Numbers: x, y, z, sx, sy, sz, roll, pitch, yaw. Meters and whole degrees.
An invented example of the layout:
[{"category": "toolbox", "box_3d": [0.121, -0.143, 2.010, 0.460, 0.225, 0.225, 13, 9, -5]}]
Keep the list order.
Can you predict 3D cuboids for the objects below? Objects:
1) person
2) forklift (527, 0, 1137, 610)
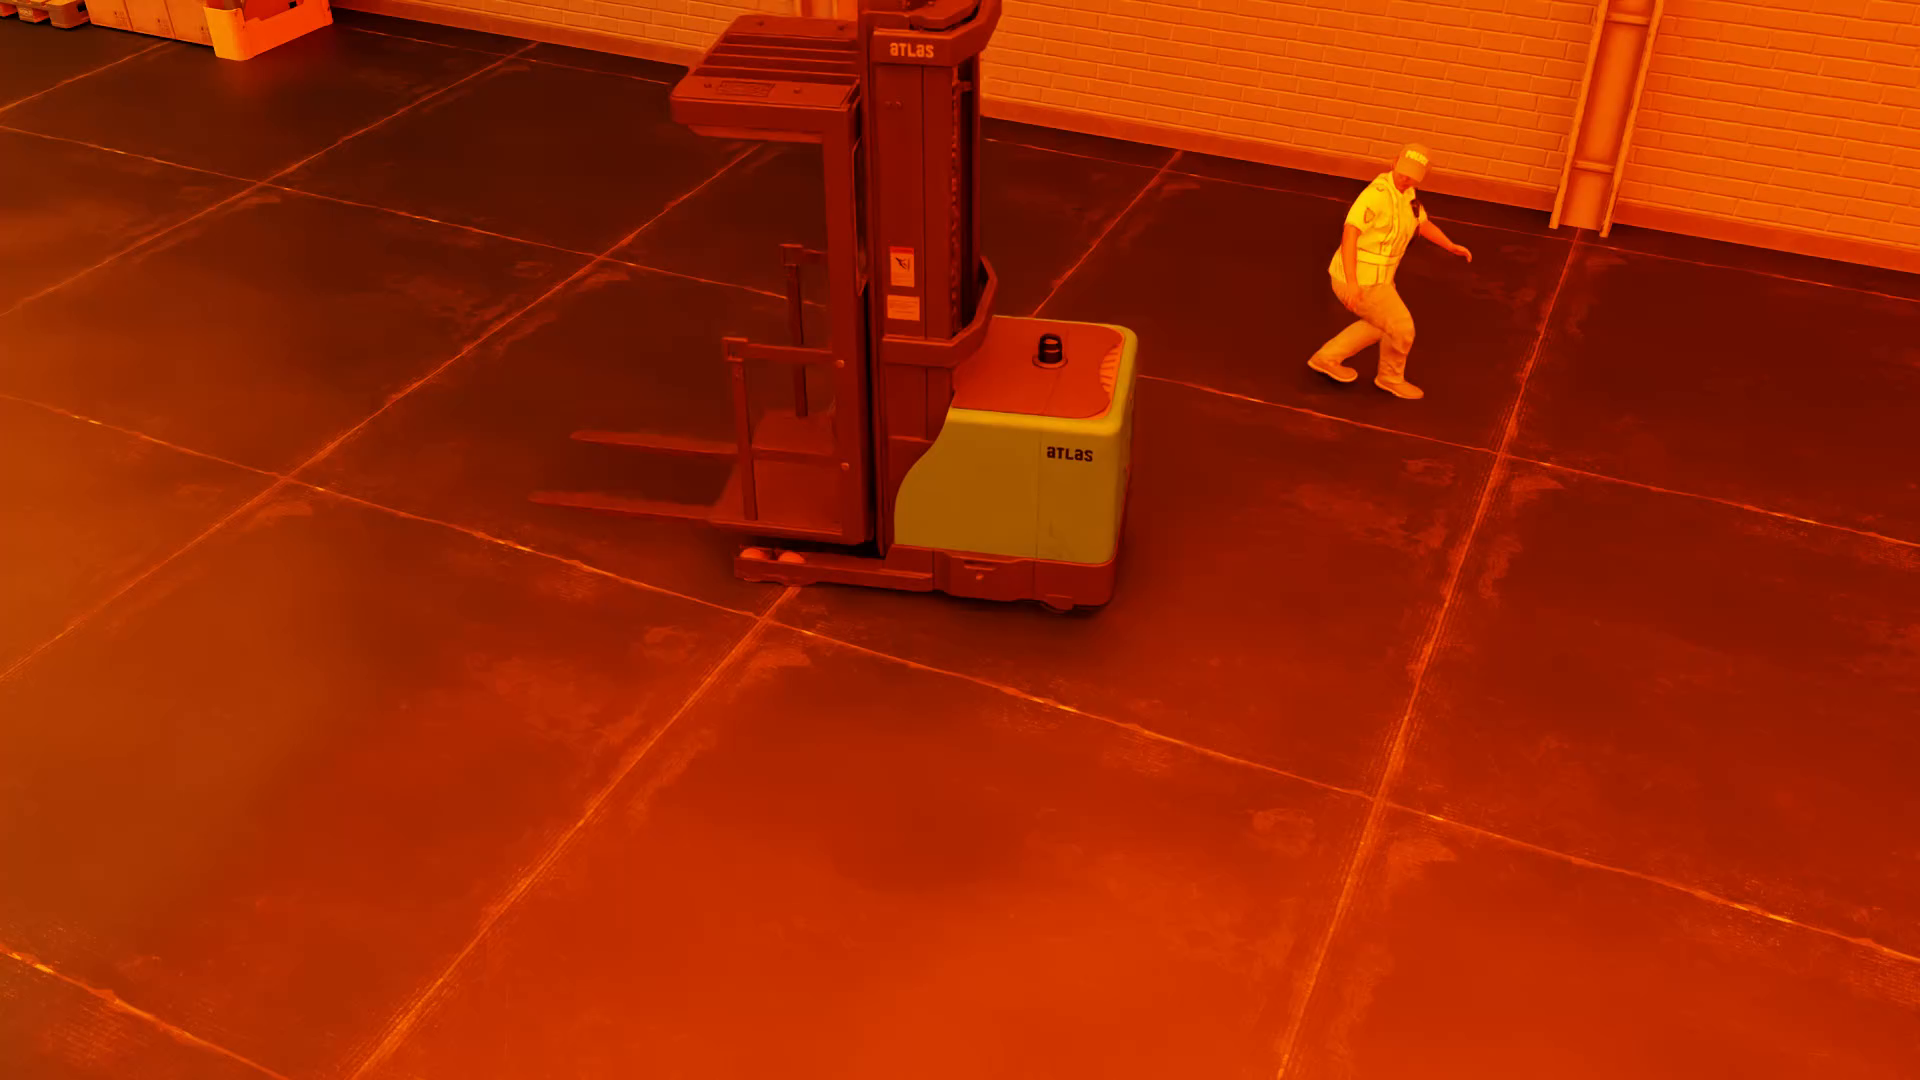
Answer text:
[{"category": "person", "box_3d": [2.420, -1.458, 9.354, 0.808, 1.541, 0.803, 14, 38, 18]}, {"category": "forklift", "box_3d": [-0.674, -1.258, 7.851, 3.031, 2.935, 1.130, 6, 36, 8]}]
